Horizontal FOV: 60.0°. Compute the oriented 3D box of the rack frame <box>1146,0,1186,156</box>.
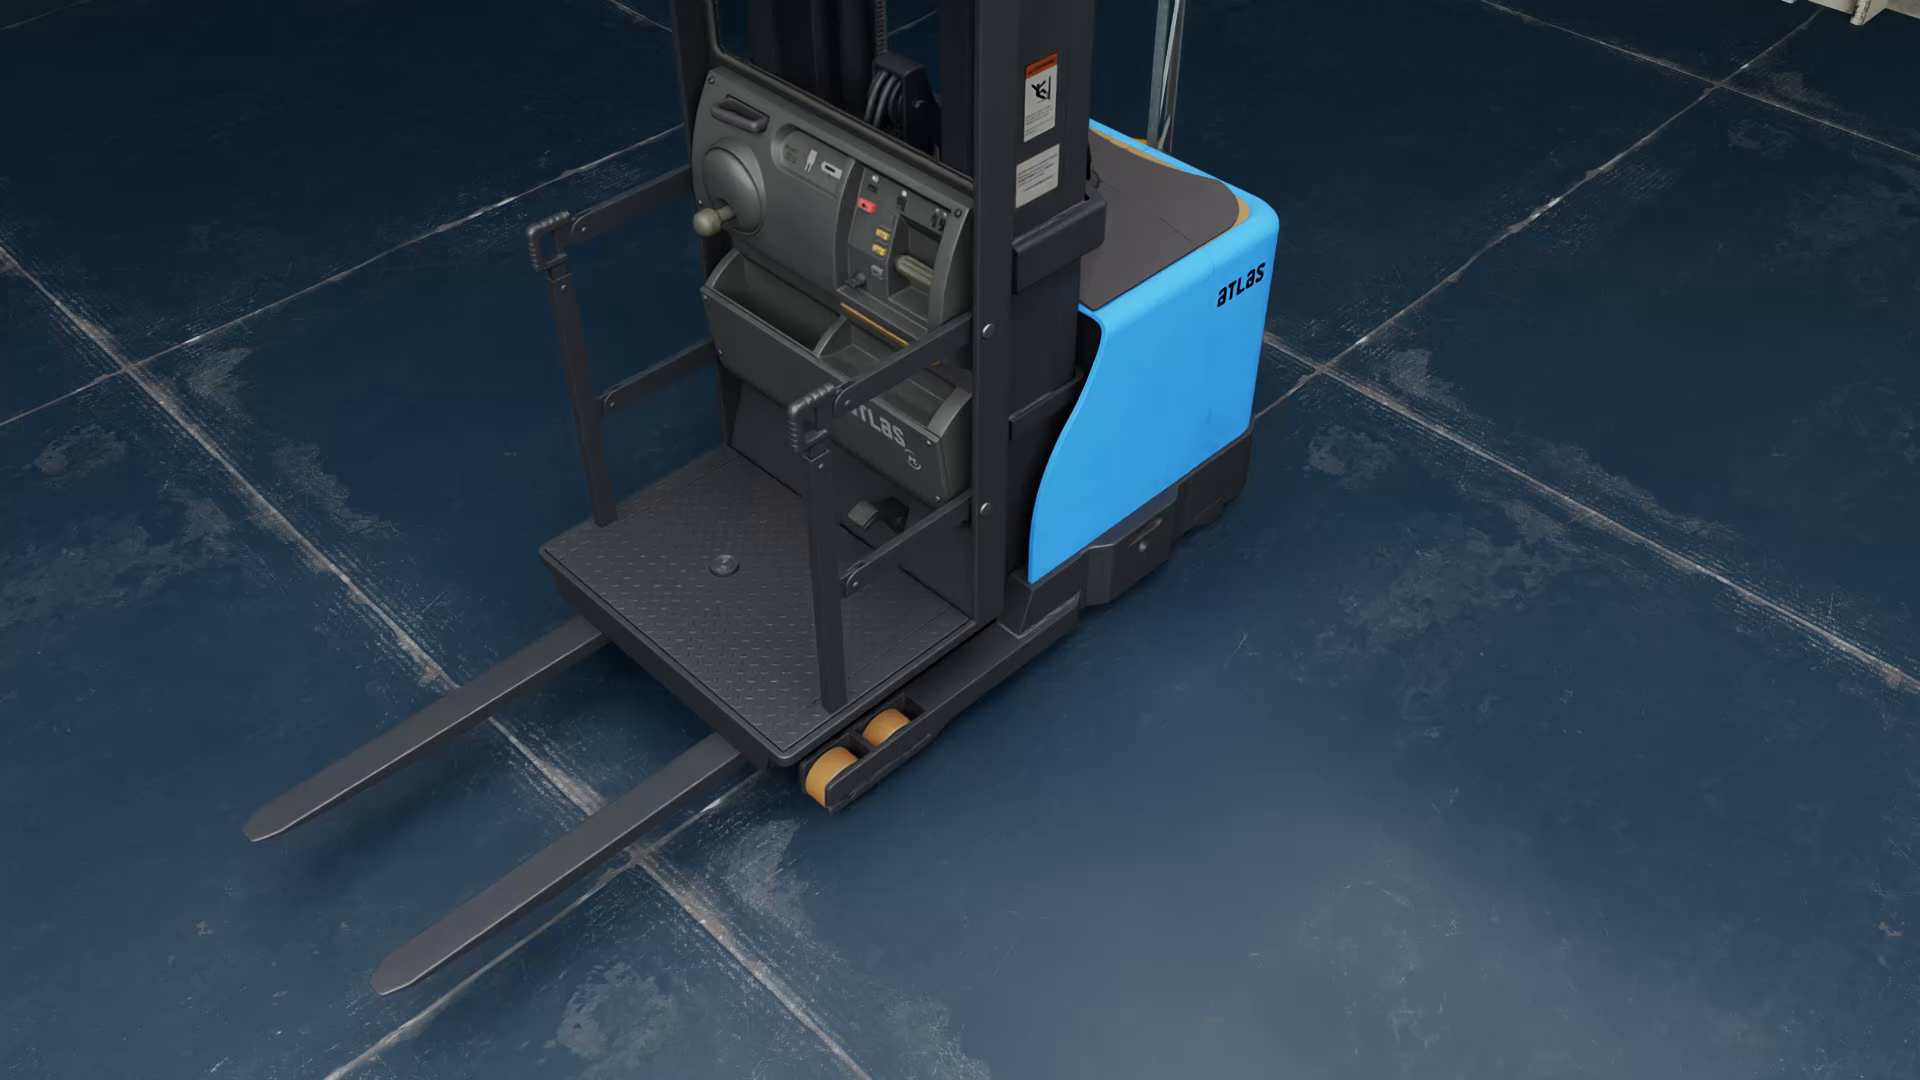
[{"bbox_3d":[0.664,-1.294,5.545,0.032,1.500,0.500,10,44,10],"label":"rack frame"}]

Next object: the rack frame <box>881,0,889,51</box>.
[{"bbox_3d":[-0.323,-1.461,5.726,0.032,1.500,0.500,10,44,10],"label":"rack frame"}]

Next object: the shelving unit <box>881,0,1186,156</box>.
[{"bbox_3d":[0.179,-1.376,5.634,1.083,1.500,0.587,10,44,10],"label":"shelving unit"}]

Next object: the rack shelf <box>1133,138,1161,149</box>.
[{"bbox_3d":[0.171,-1.245,5.757,1.000,0.185,0.538,10,44,10],"label":"rack shelf"}]

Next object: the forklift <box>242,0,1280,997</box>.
[{"bbox_3d":[-0.481,-0.754,3.906,3.031,2.935,1.130,-34,52,-31],"label":"forklift"}]
